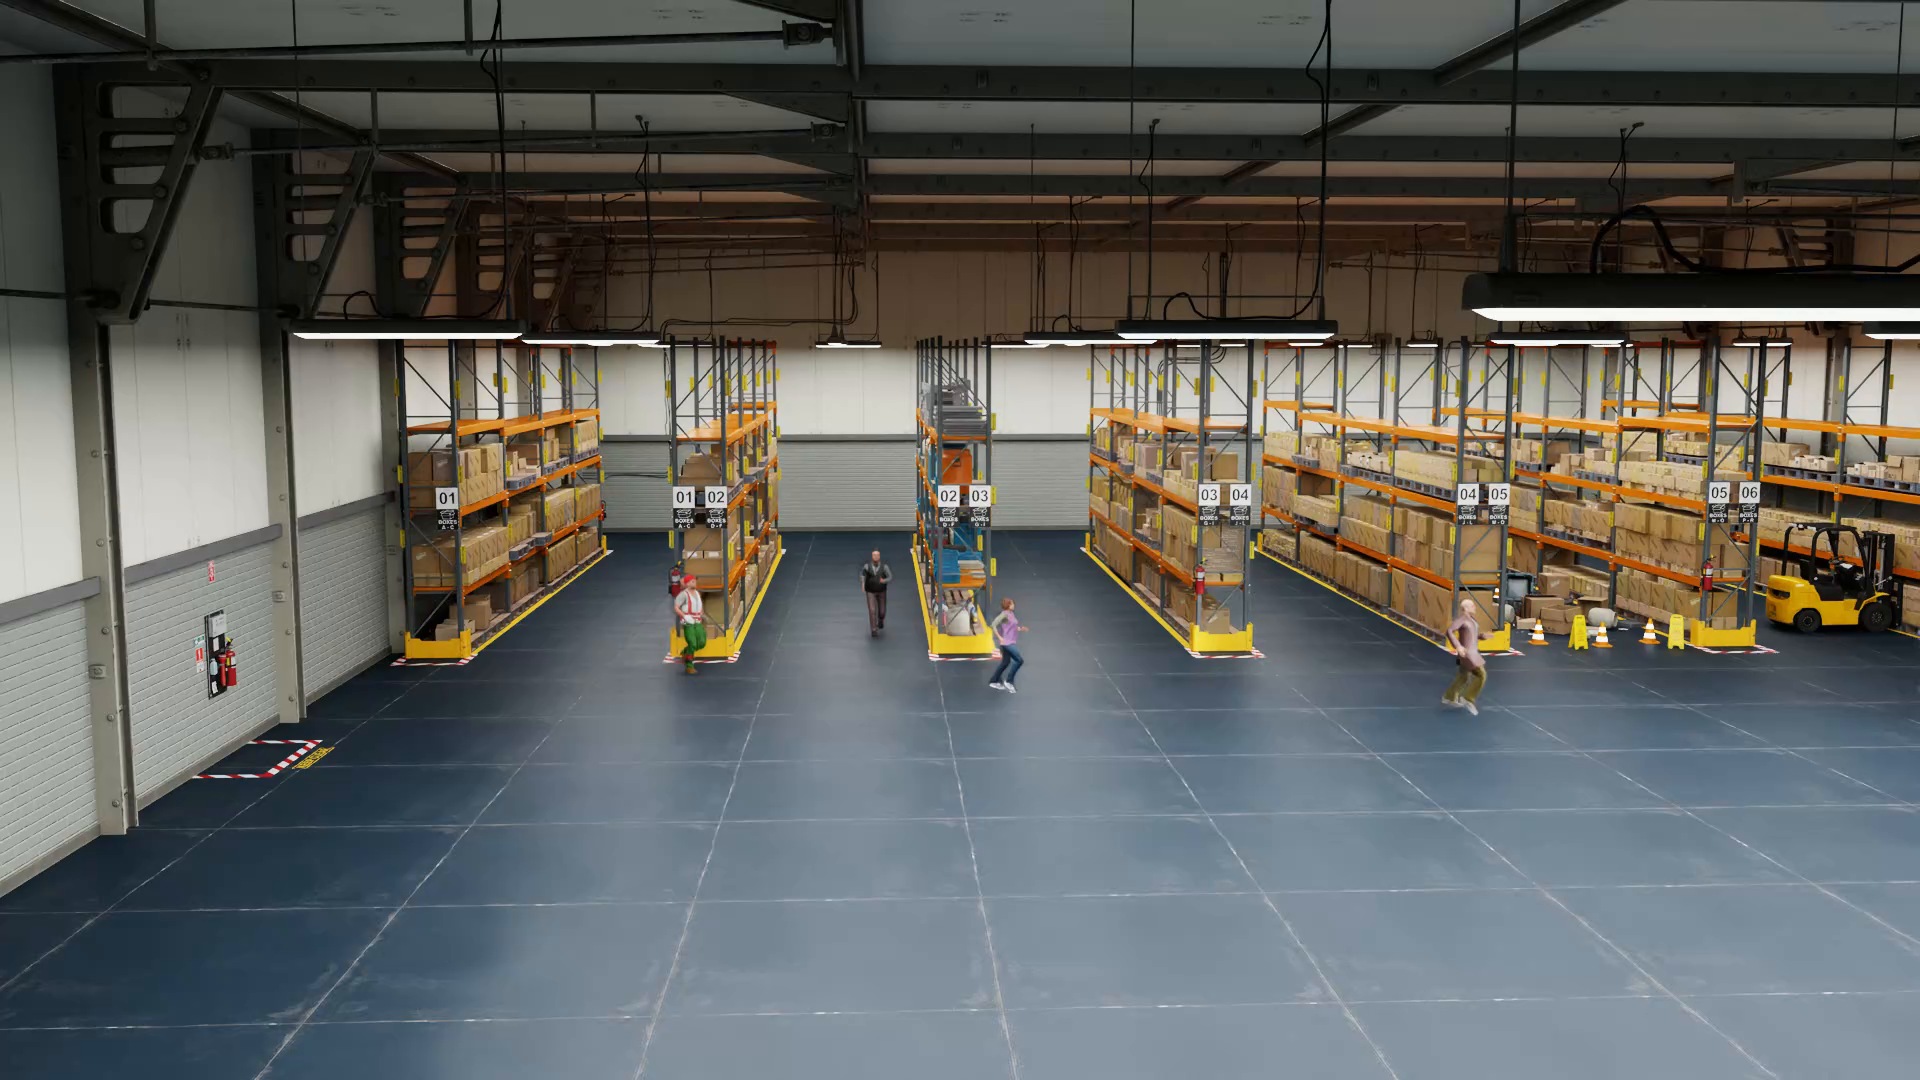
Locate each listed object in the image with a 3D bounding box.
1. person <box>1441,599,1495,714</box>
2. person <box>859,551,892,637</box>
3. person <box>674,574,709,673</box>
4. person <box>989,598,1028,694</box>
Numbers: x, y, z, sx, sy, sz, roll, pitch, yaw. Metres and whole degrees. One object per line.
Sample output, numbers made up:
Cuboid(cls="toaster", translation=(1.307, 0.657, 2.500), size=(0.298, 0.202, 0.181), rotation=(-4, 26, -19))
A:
Cuboid(cls="person", translation=(8.069, 1.852, 26.413), size=(0.798, 1.823, 0.671), rotation=(3, 7, 24))
Cuboid(cls="person", translation=(-1.695, 1.065, 33.534), size=(0.667, 1.699, 0.915), rotation=(0, 7, -4))
Cuboid(cls="person", translation=(-4.801, 1.494, 29.758), size=(0.551, 1.755, 0.716), rotation=(5, 8, 36))
Cuboid(cls="person", translation=(0.811, 1.772, 27.874), size=(0.682, 1.610, 0.503), rotation=(2, 7, 13))
